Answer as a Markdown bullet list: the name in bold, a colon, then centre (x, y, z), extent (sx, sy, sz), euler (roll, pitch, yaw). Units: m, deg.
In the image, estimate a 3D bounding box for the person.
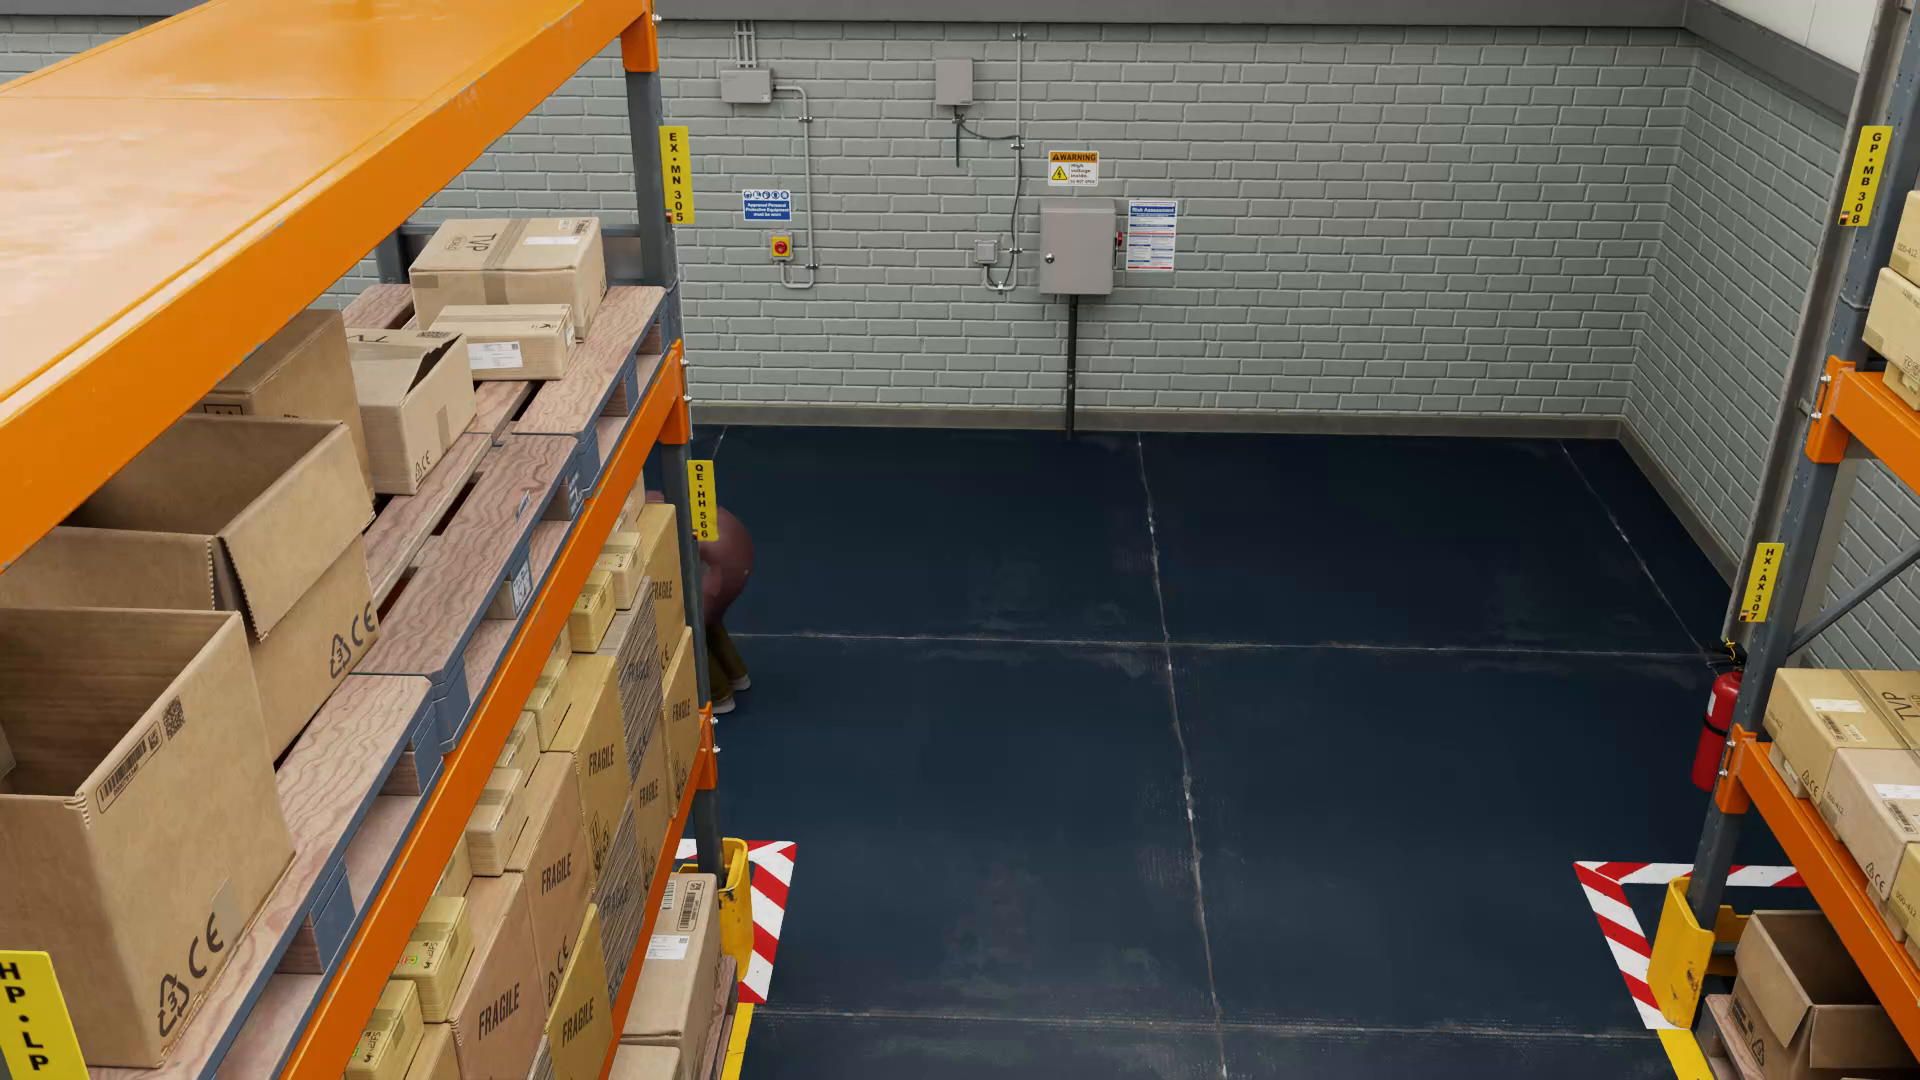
- **person**: centre (-1.510, 0.321, 8.643), extent (0.916, 1.205, 0.566), euler (0, 28, 0)
